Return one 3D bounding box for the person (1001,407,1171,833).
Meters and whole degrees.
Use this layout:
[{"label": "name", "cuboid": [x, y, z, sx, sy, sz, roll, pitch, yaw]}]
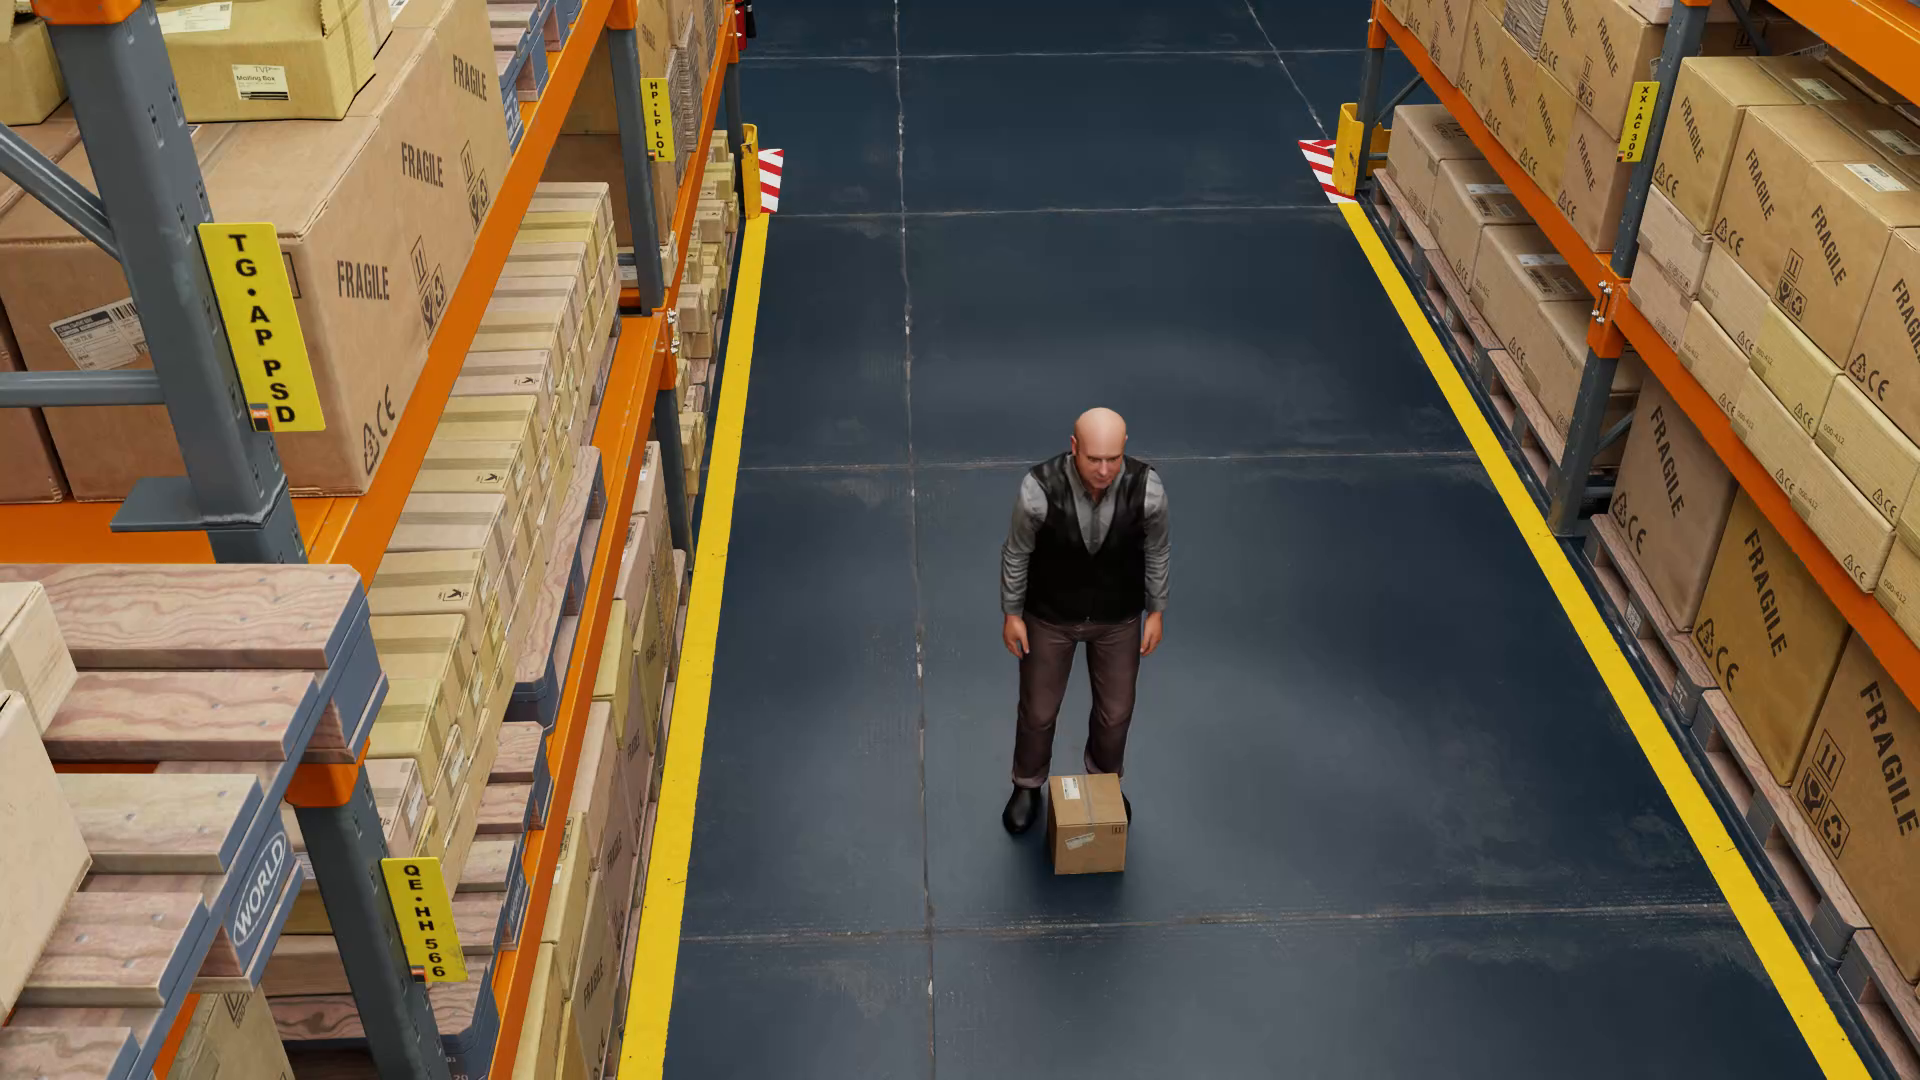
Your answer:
[{"label": "person", "cuboid": [0.428, 0.259, 5.795, 0.581, 1.721, 0.419, -1, 35, -2]}]
